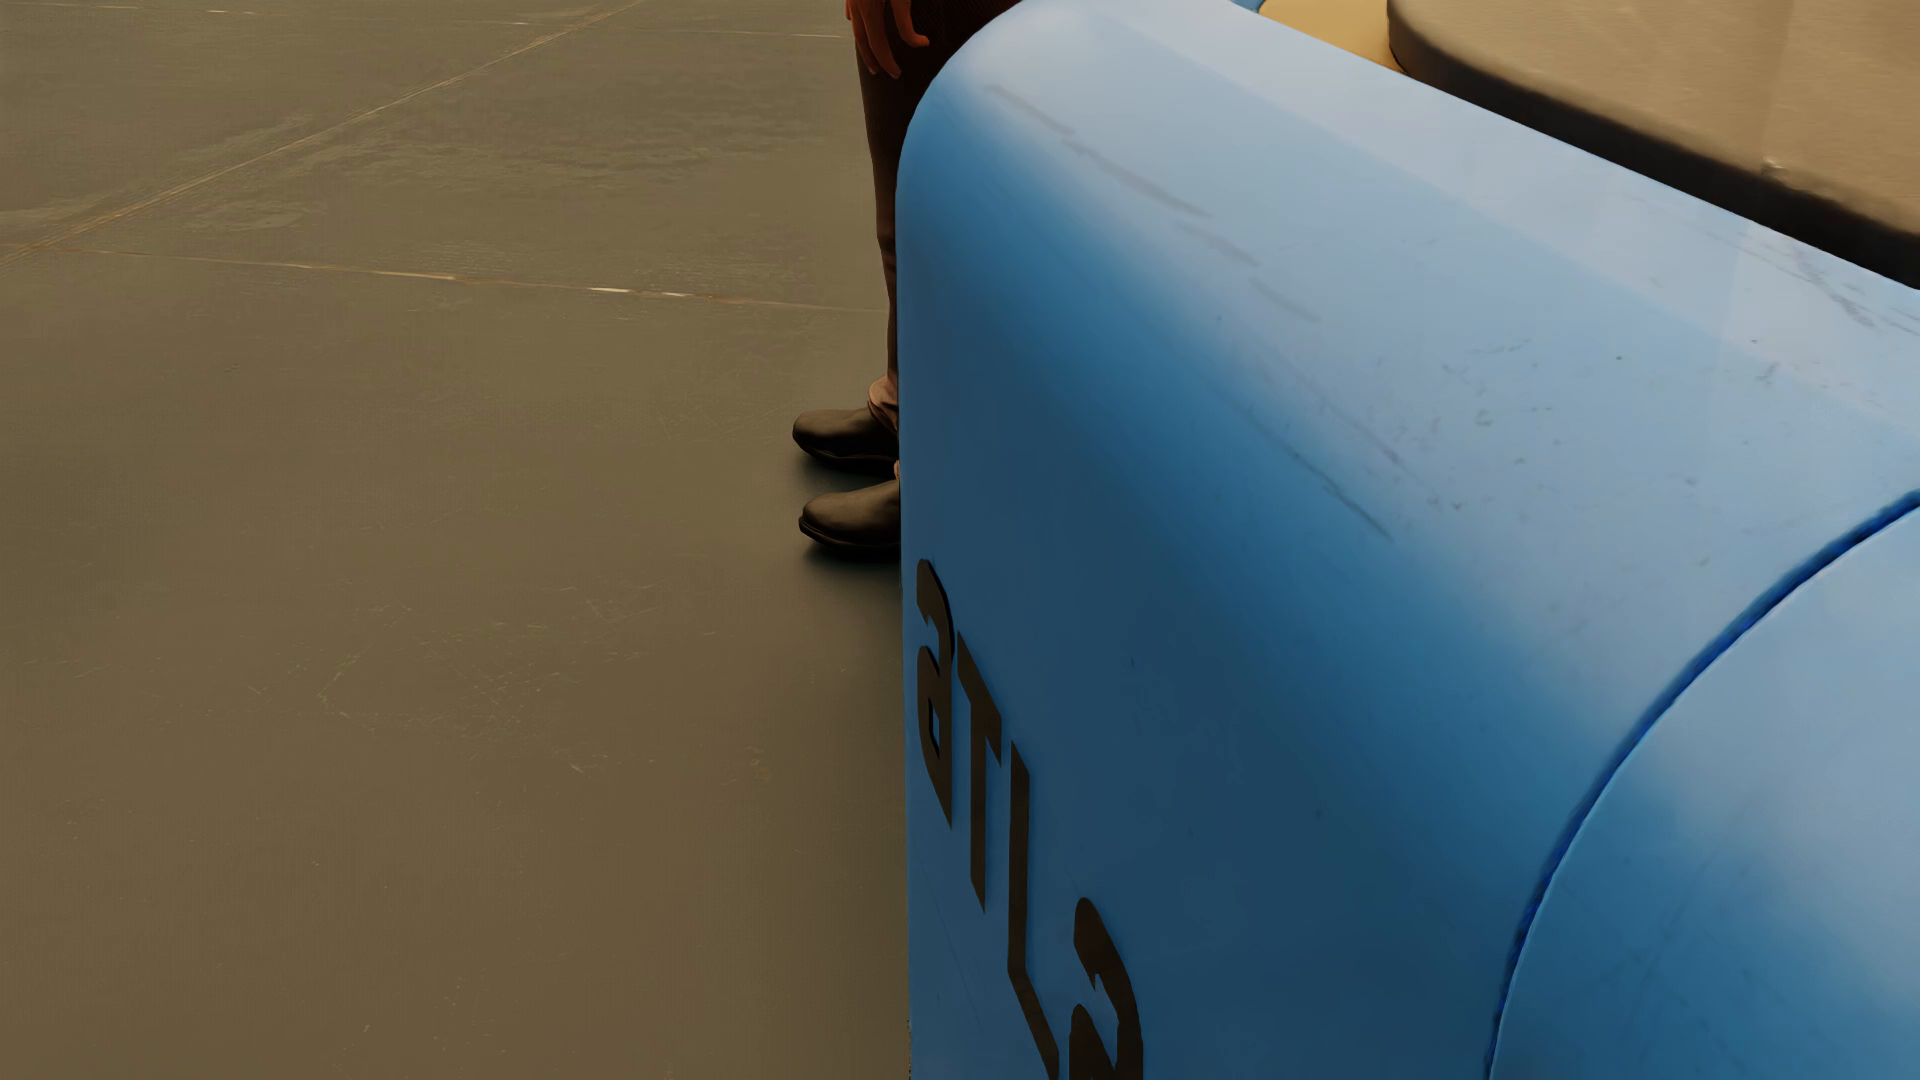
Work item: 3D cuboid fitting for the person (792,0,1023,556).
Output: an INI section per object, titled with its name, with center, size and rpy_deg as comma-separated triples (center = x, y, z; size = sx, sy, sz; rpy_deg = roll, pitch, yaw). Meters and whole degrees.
[person]
center = -0.060, -0.784, 2.128
size = 0.566, 1.722, 0.633
rpy_deg = 6, 27, 11
